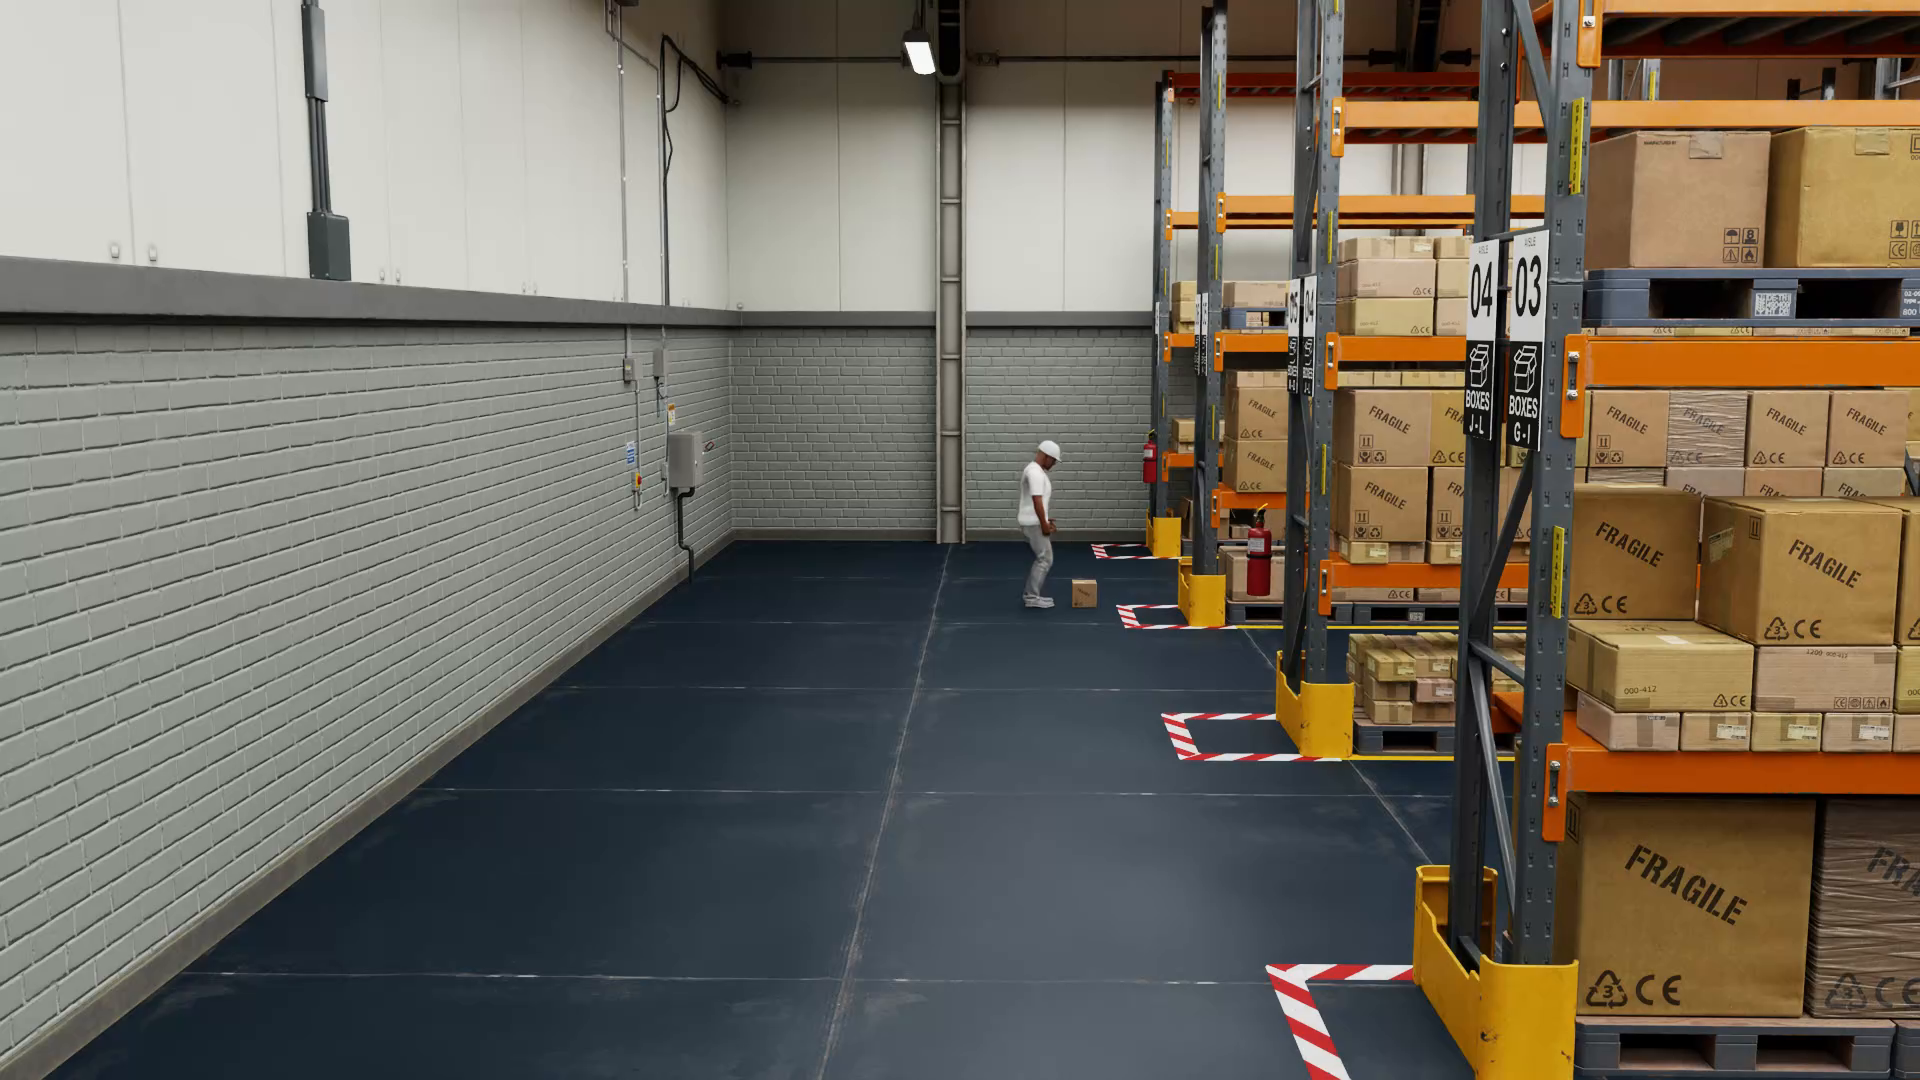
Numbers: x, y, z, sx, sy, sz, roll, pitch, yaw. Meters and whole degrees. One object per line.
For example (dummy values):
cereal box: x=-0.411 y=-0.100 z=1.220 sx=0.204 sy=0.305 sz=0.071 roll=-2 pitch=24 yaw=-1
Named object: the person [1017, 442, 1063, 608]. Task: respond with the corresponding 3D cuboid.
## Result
person: x=0.828 y=-0.168 z=17.254 sx=0.472 sy=1.707 sz=0.595 roll=0 pitch=7 yaw=3
